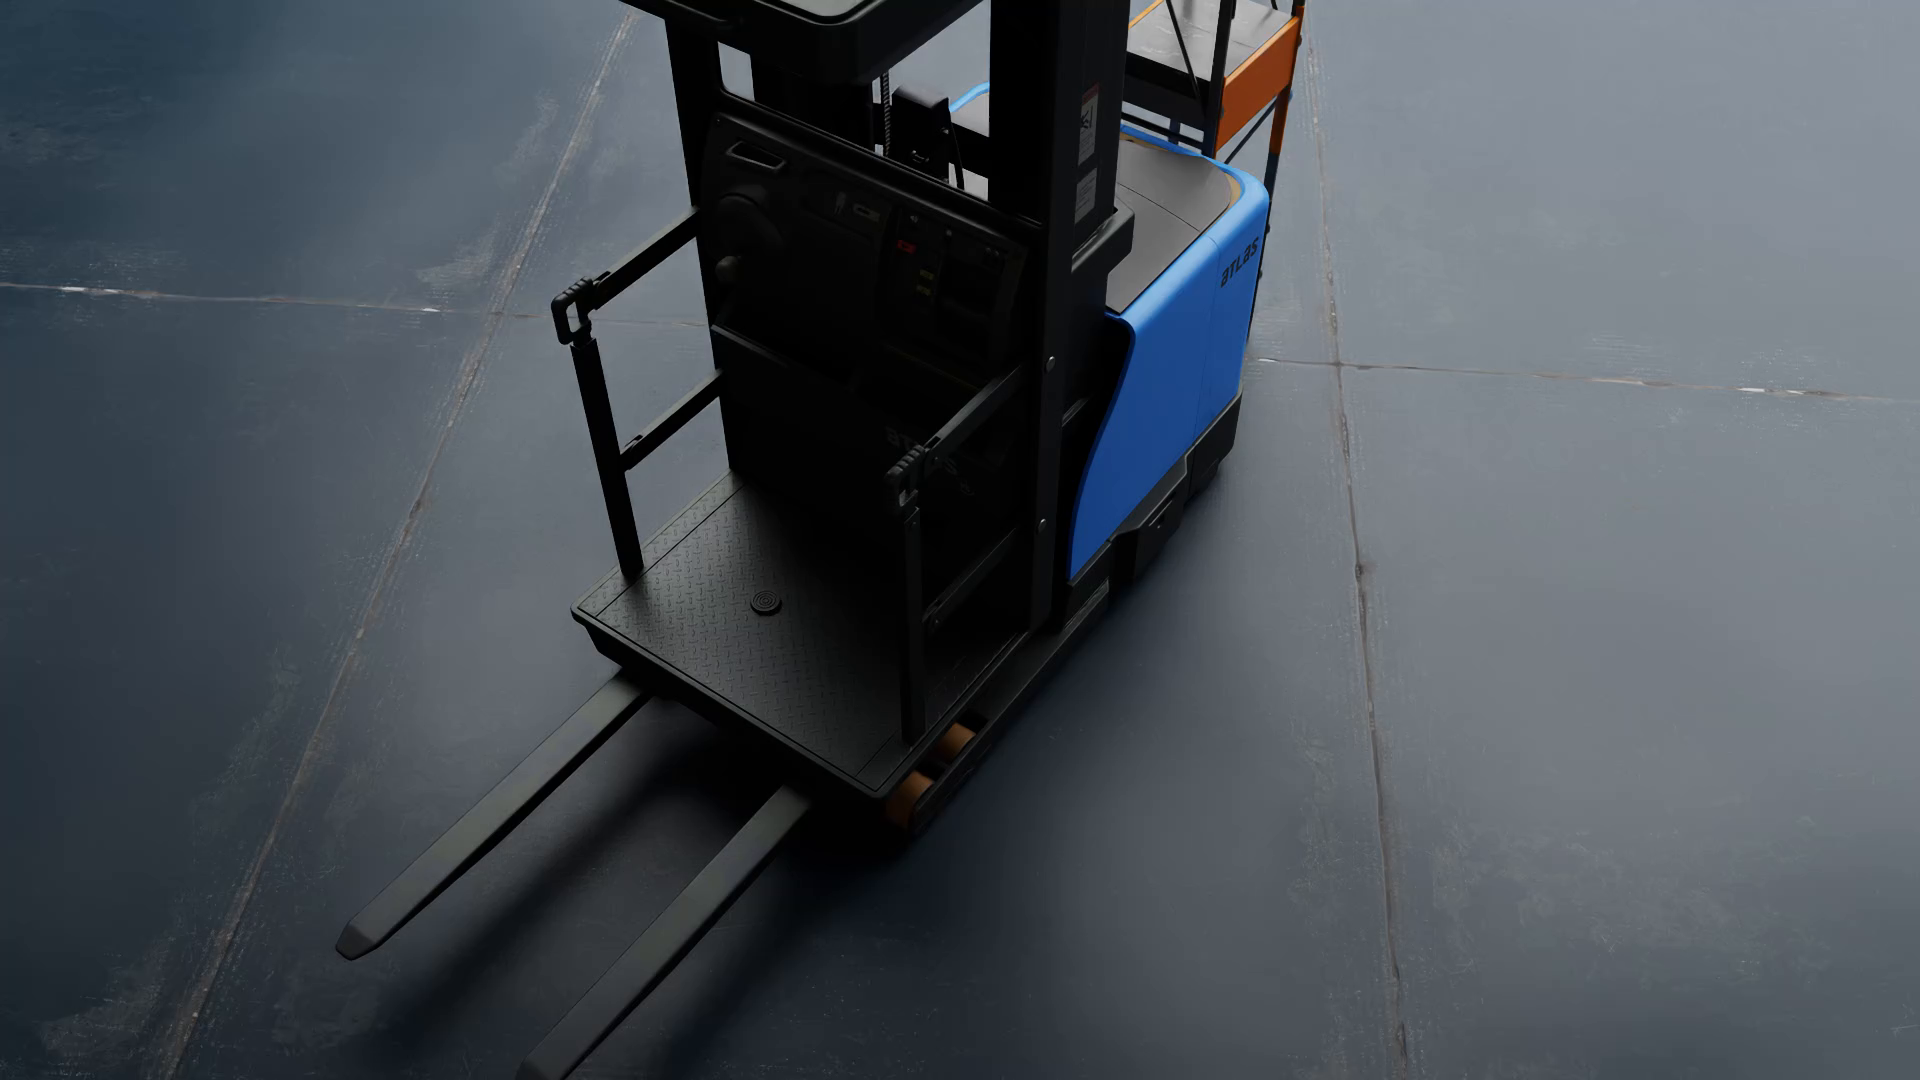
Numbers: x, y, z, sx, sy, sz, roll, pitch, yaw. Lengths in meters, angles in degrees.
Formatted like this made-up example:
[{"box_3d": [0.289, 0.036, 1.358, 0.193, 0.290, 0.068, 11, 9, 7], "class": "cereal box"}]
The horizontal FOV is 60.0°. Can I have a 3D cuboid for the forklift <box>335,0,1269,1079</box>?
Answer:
[{"box_3d": [-0.368, -0.611, 3.823, 1.130, 2.935, 3.031, 28, 53, 23], "class": "forklift"}]

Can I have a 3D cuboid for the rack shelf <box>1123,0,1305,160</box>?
[{"box_3d": [0.720, -1.358, 5.088, 0.431, 0.518, 0.480, 28, 53, 23], "class": "rack shelf"}]

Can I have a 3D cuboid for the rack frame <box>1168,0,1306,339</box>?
[{"box_3d": [0.862, -1.514, 5.211, 0.400, 2.100, 0.015, 28, 53, 23], "class": "rack frame"}]

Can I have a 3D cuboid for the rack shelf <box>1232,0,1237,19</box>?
[{"box_3d": [0.720, -1.831, 4.571, 0.431, 0.518, 0.480, 28, 53, 23], "class": "rack shelf"}]

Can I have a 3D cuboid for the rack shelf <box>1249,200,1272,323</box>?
[{"box_3d": [0.720, -0.886, 5.604, 0.431, 0.518, 0.480, 28, 53, 23], "class": "rack shelf"}]

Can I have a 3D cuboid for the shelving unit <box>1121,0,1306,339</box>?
[{"box_3d": [0.720, -1.367, 5.078, 0.431, 2.100, 0.503, 28, 53, 23], "class": "shelving unit"}]

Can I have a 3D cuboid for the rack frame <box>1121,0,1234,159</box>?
[{"box_3d": [0.578, -1.221, 4.944, 0.400, 2.100, 0.015, 28, 53, 23], "class": "rack frame"}]
